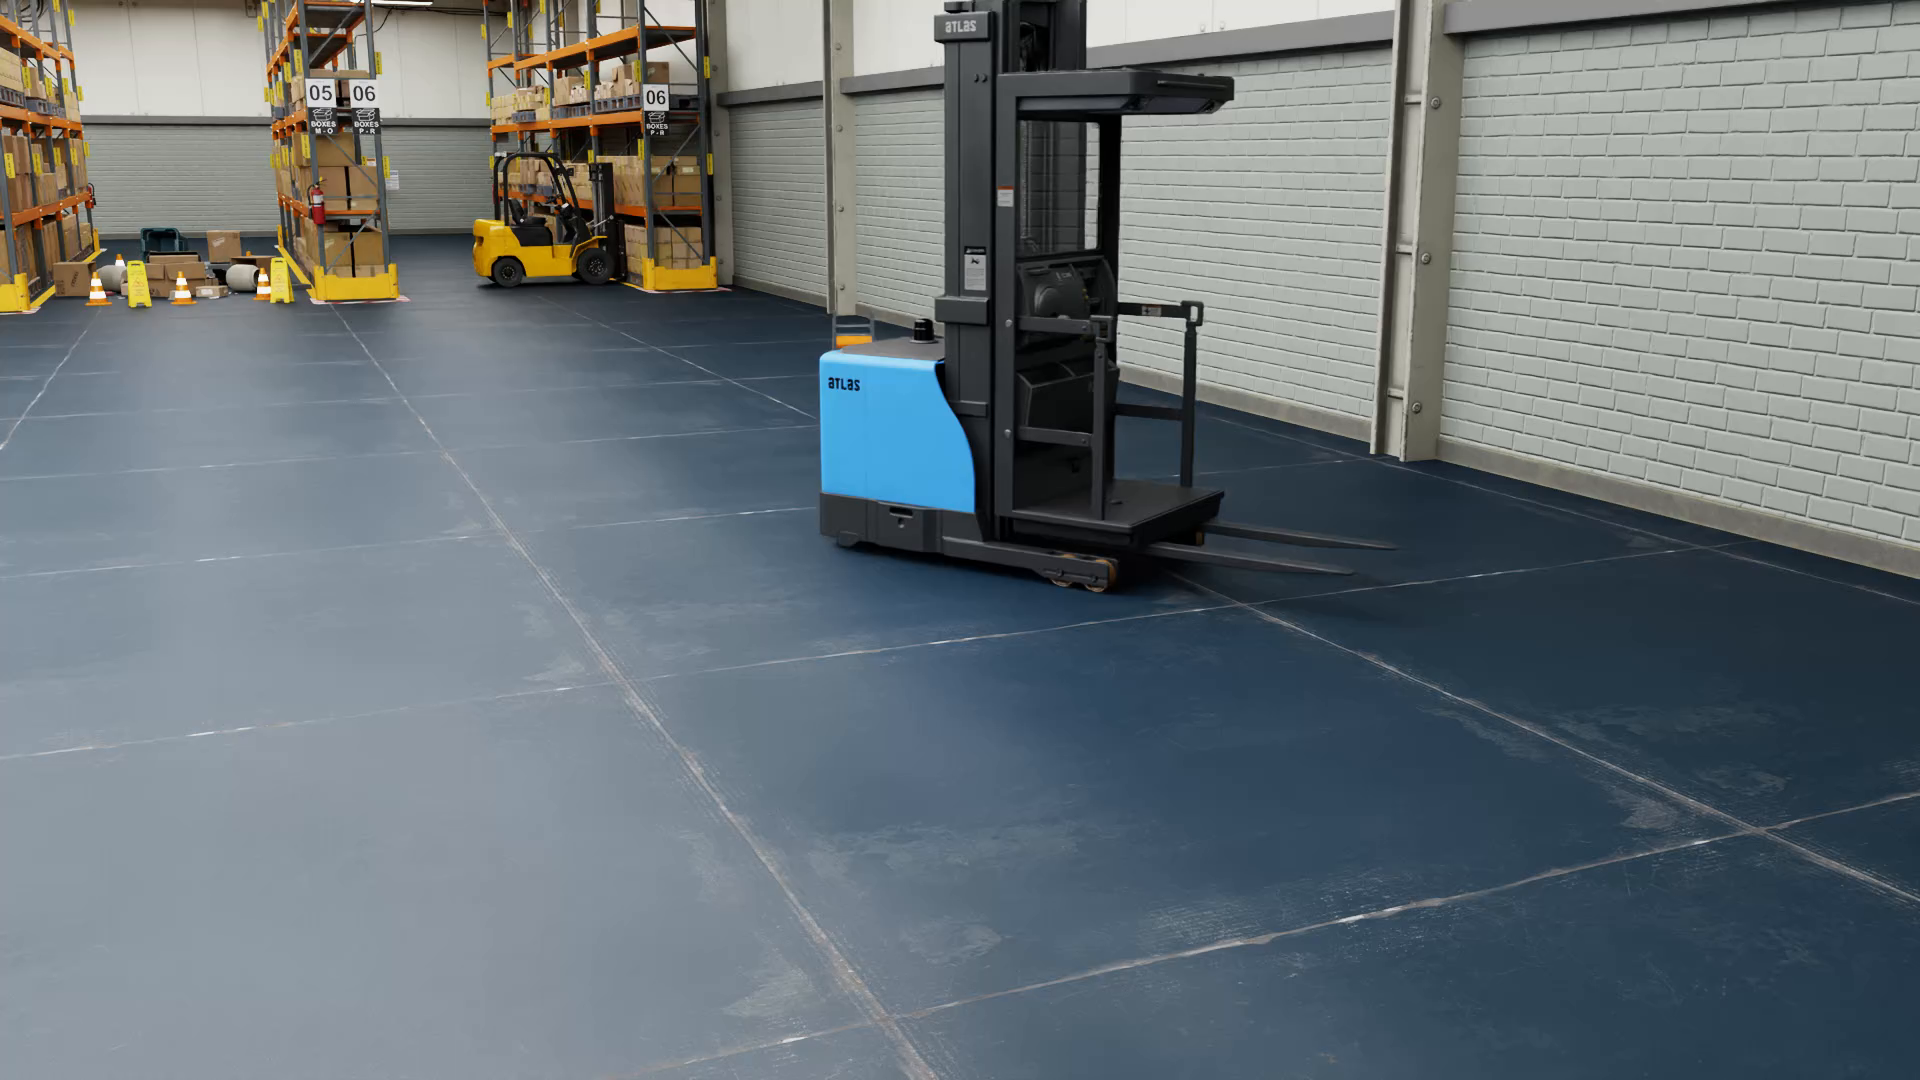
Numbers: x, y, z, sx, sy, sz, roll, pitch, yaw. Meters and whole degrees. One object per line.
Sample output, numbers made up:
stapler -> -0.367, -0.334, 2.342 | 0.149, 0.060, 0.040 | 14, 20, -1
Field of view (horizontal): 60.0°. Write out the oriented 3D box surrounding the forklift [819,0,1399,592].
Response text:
forklift -> 0.733, -1.304, 8.505 | 3.031, 2.935, 1.130 | 8, 15, 32

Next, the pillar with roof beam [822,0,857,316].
pillar with roof beam -> -5.550, -7.082, 20.013 | 9.100, 9.000, 0.400 | -6, 14, -23

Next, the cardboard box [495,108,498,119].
cardboard box -> -10.815, -10.182, 39.732 | 0.500, 0.250, 0.500 | -5, 14, -22

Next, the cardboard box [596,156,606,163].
cardboard box -> -6.302, -6.806, 29.805 | 0.380, 0.149, 0.250 | -5, 14, -22

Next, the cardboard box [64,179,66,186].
cardboard box -> -17.959, -7.089, 32.974 | 0.380, 0.149, 0.250 | -6, 14, -23

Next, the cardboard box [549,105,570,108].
cardboard box -> -8.123, -8.850, 33.750 | 0.380, 0.149, 0.250 | -5, 14, -22

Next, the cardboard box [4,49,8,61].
cardboard box -> -14.050, -7.040, 24.117 | 0.380, 0.149, 0.250 | -5, 14, -22

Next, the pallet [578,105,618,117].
pallet -> -6.523, -7.938, 30.789 | 0.805, 0.209, 1.217 | -6, 14, -25

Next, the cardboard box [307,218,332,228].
cardboard box -> -10.402, -5.147, 27.023 | 0.380, 0.149, 0.250 | -5, 14, -20

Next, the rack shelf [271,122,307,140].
rack shelf -> -14.710, -9.117, 37.052 | 1.077, 0.370, 4.000 | -6, 14, -23

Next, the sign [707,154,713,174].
sign -> -4.045, -6.072, 26.857 | 0.100, 0.325, 0.005 | -6, 14, -23

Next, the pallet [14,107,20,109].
pallet -> -15.612, -7.025, 26.843 | 0.805, 0.209, 1.217 | -6, 14, -25

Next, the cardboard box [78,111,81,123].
cardboard box -> -19.582, -9.269, 36.448 | 0.500, 0.250, 0.500 | -6, 14, -24

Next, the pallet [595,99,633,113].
pallet -> -5.793, -7.633, 29.243 | 1.003, 0.211, 1.213 | -6, 14, -23

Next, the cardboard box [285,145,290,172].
cardboard box -> -12.754, -7.385, 32.189 | 0.500, 0.500, 0.500 | -6, 14, -24

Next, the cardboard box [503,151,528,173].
cardboard box -> -10.429, -8.878, 39.085 | 0.500, 0.500, 0.500 | -5, 14, -22

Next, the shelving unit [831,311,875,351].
shelving unit -> -0.622, -0.728, 9.852 | 0.258, 1.200, 0.503 | -1, 13, -4

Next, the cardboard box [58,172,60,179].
cardboard box -> -17.440, -6.965, 31.777 | 0.380, 0.149, 0.250 | -5, 14, -21

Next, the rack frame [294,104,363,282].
rack frame -> -10.704, -5.940, 28.382 | 1.000, 3.000, 0.127 | -6, 14, -23

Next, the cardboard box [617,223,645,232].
cardboard box -> -5.643, -5.295, 28.547 | 0.500, 0.250, 0.500 | -6, 14, -24

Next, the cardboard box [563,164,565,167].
cardboard box -> -7.668, -7.382, 32.952 | 0.380, 0.149, 0.250 | -5, 14, -21

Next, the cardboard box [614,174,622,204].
cardboard box -> -5.610, -6.006, 28.446 | 0.500, 0.500, 0.500 | -6, 14, -23

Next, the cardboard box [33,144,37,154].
cardboard box -> -16.220, -6.530, 28.494 | 0.700, 0.500, 0.500 | -6, 14, -24

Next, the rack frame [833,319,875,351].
rack frame -> -0.607, -0.673, 9.615 | 0.240, 1.200, 0.015 | -1, 13, -4

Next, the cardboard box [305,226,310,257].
cardboard box -> -10.716, -5.024, 27.929 | 0.500, 0.500, 0.500 | -5, 14, -20

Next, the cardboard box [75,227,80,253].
cardboard box -> -17.877, -5.981, 33.174 | 0.500, 0.500, 0.500 | -6, 14, -24

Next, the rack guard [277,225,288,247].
rack guard -> -15.521, -7.206, 39.398 | 1.175, 0.500, 0.348 | -6, 14, -23

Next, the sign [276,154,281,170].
sign -> -14.417, -8.003, 35.199 | 0.100, 0.325, 0.005 | -6, 14, -23

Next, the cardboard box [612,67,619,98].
cardboard box -> -5.474, -7.742, 28.134 | 0.797, 0.503, 0.637 | -5, 14, -21

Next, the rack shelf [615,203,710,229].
rack shelf -> -5.357, -5.625, 28.619 | 1.077, 0.370, 4.000 | -6, 14, -23

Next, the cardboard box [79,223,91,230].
cardboard box -> -19.294, -6.871, 36.477 | 0.380, 0.149, 0.250 | -6, 14, -24

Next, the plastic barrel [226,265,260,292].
plastic barrel -> -11.317, -4.148, 26.355 | 0.512, 0.421, 0.421 | 4, 14, 16

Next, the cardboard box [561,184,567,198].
cardboard box -> -7.609, -6.924, 32.968 | 0.500, 0.250, 0.500 | -6, 14, -24

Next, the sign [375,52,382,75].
sign -> -8.605, -7.050, 24.587 | 0.100, 0.325, 0.005 | -6, 14, -23

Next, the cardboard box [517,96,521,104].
cardboard box -> -9.410, -9.573, 36.171 | 0.380, 0.149, 0.250 | -6, 14, -24

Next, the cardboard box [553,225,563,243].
cardboard box -> -8.127, -6.270, 34.422 | 0.500, 0.500, 0.500 | -5, 14, -21

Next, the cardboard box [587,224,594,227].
cardboard box -> -6.681, -5.705, 31.700 | 0.875, 0.625, 0.625 | -6, 14, -24

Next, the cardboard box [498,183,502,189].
cardboard box -> -11.085, -8.653, 40.663 | 0.380, 0.149, 0.250 | -6, 14, -23

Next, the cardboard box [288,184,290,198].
cardboard box -> -12.966, -6.878, 32.770 | 0.500, 0.250, 0.500 | -5, 14, -22

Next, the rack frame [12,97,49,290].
rack frame -> -15.200, -5.472, 26.360 | 1.000, 3.000, 0.127 | -6, 14, -23

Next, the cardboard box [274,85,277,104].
cardboard box -> -13.822, -9.099, 34.227 | 0.500, 0.500, 0.500 | -6, 14, -24

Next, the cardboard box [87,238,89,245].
cardboard box -> -19.111, -6.474, 36.080 | 0.380, 0.149, 0.250 | -6, 14, -25

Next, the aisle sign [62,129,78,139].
aisle sign -> -19.761, -9.260, 36.962 | 0.394, 0.787, 0.004 | -6, 14, -23

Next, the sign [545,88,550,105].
sign -> -8.258, -8.880, 33.287 | 0.100, 0.325, 0.005 | -6, 14, -23

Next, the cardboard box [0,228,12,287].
cardboard box -> -13.929, -3.949, 23.562 | 0.875, 0.875, 0.875 | -6, 14, -23

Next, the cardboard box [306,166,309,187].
cardboard box -> -9.768, -5.498, 25.593 | 0.500, 0.500, 0.500 | -6, 14, -23

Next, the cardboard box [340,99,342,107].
cardboard box -> -9.321, -6.703, 25.585 | 0.380, 0.149, 0.250 | -6, 14, -23

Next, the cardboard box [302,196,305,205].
cardboard box -> -10.872, -5.724, 28.004 | 0.380, 0.149, 0.250 | -6, 14, -23

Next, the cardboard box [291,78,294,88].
cardboard box -> -10.877, -7.573, 27.574 | 0.380, 0.149, 0.250 | -6, 14, -24

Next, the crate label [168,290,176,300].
crate label -> -11.709, -3.678, 24.956 | 0.298, 0.136, 0.250 | 9, 16, 35

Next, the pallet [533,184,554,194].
pallet -> -8.543, -7.523, 35.649 | 1.003, 0.211, 1.213 | -6, 14, -23

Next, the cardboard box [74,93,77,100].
cardboard box -> -19.604, -9.735, 36.468 | 0.380, 0.149, 0.250 | -6, 14, -23

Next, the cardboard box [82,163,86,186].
cardboard box -> -19.389, -7.968, 36.265 | 0.500, 0.500, 0.500 | -6, 14, -24
